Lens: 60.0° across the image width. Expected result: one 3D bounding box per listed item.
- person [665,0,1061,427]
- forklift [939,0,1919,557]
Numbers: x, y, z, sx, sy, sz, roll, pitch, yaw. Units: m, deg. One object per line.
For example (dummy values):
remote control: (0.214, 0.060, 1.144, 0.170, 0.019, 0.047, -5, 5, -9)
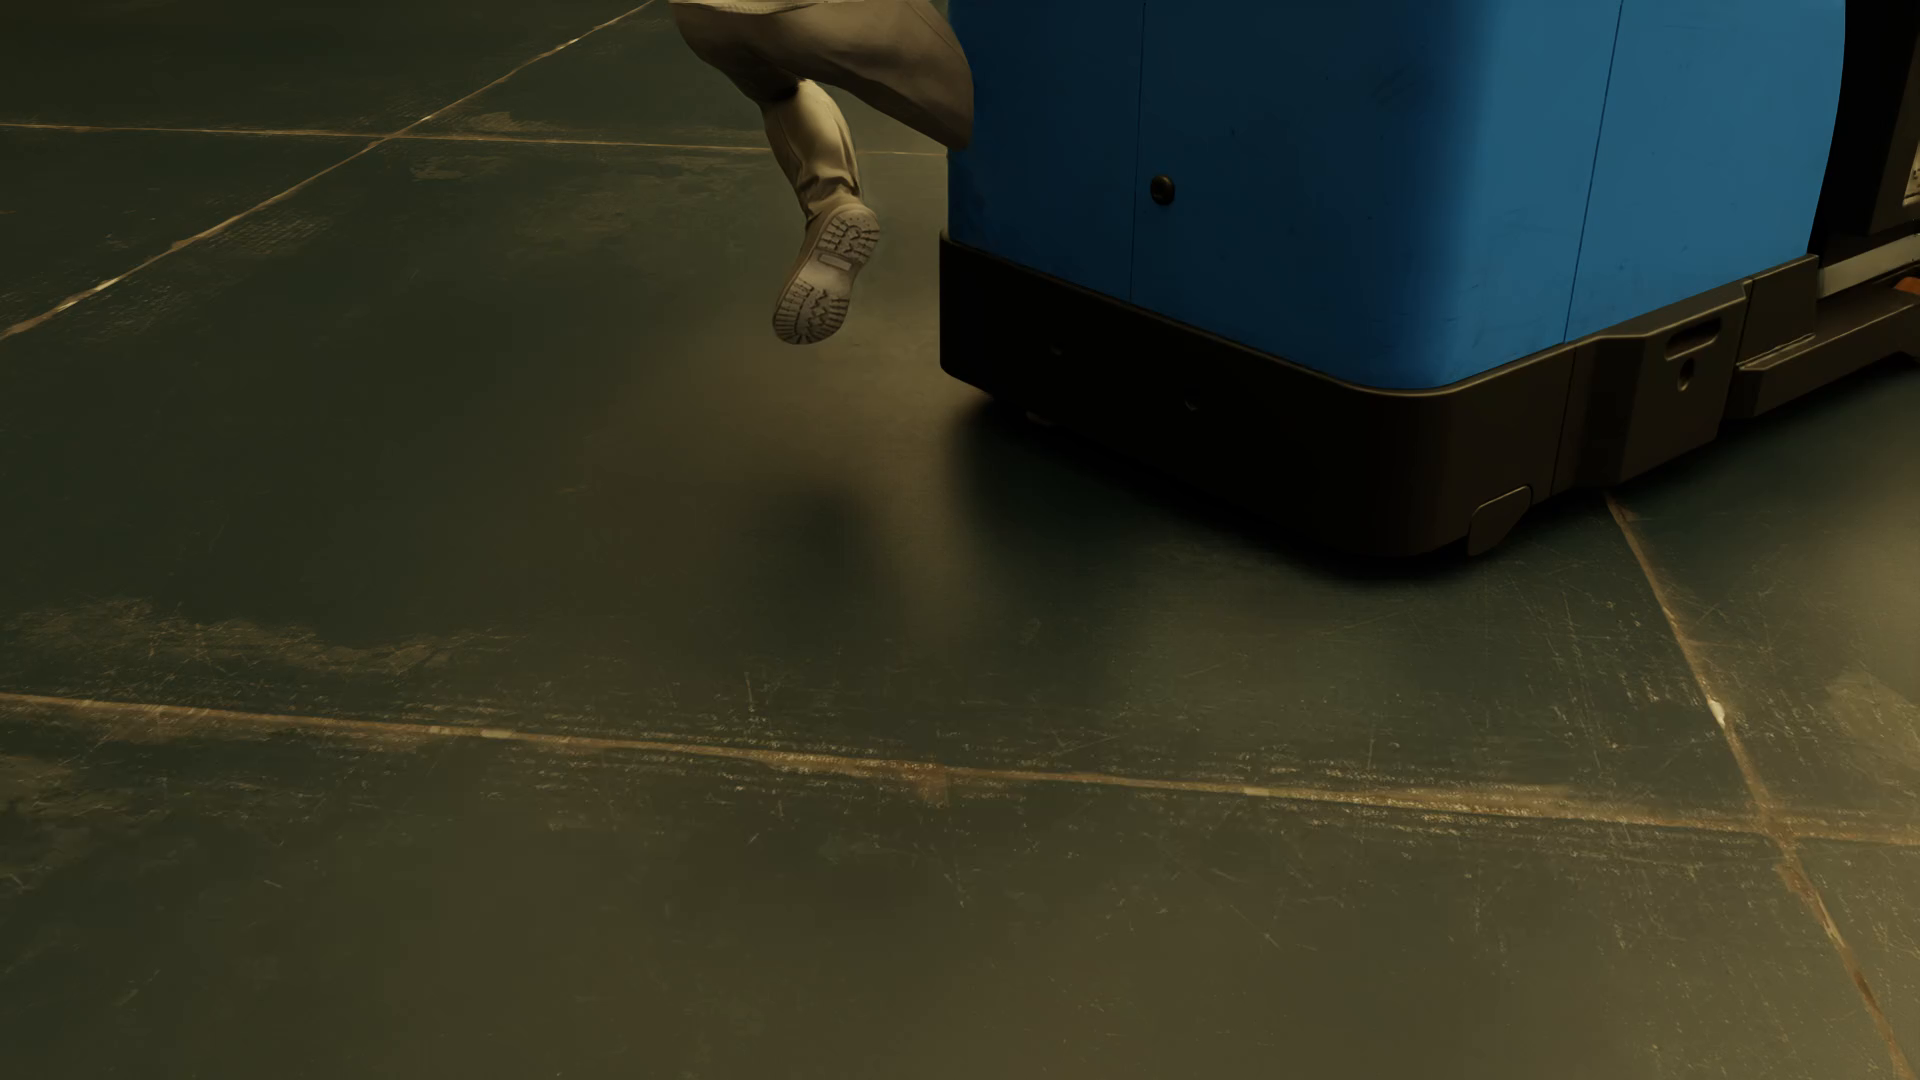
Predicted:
person: (-0.132, -0.944, 2.691, 0.750, 1.506, 0.664, 11, 29, 22)
forklift: (1.432, -1.808, 2.840, 3.031, 2.935, 1.130, -20, 33, -34)
